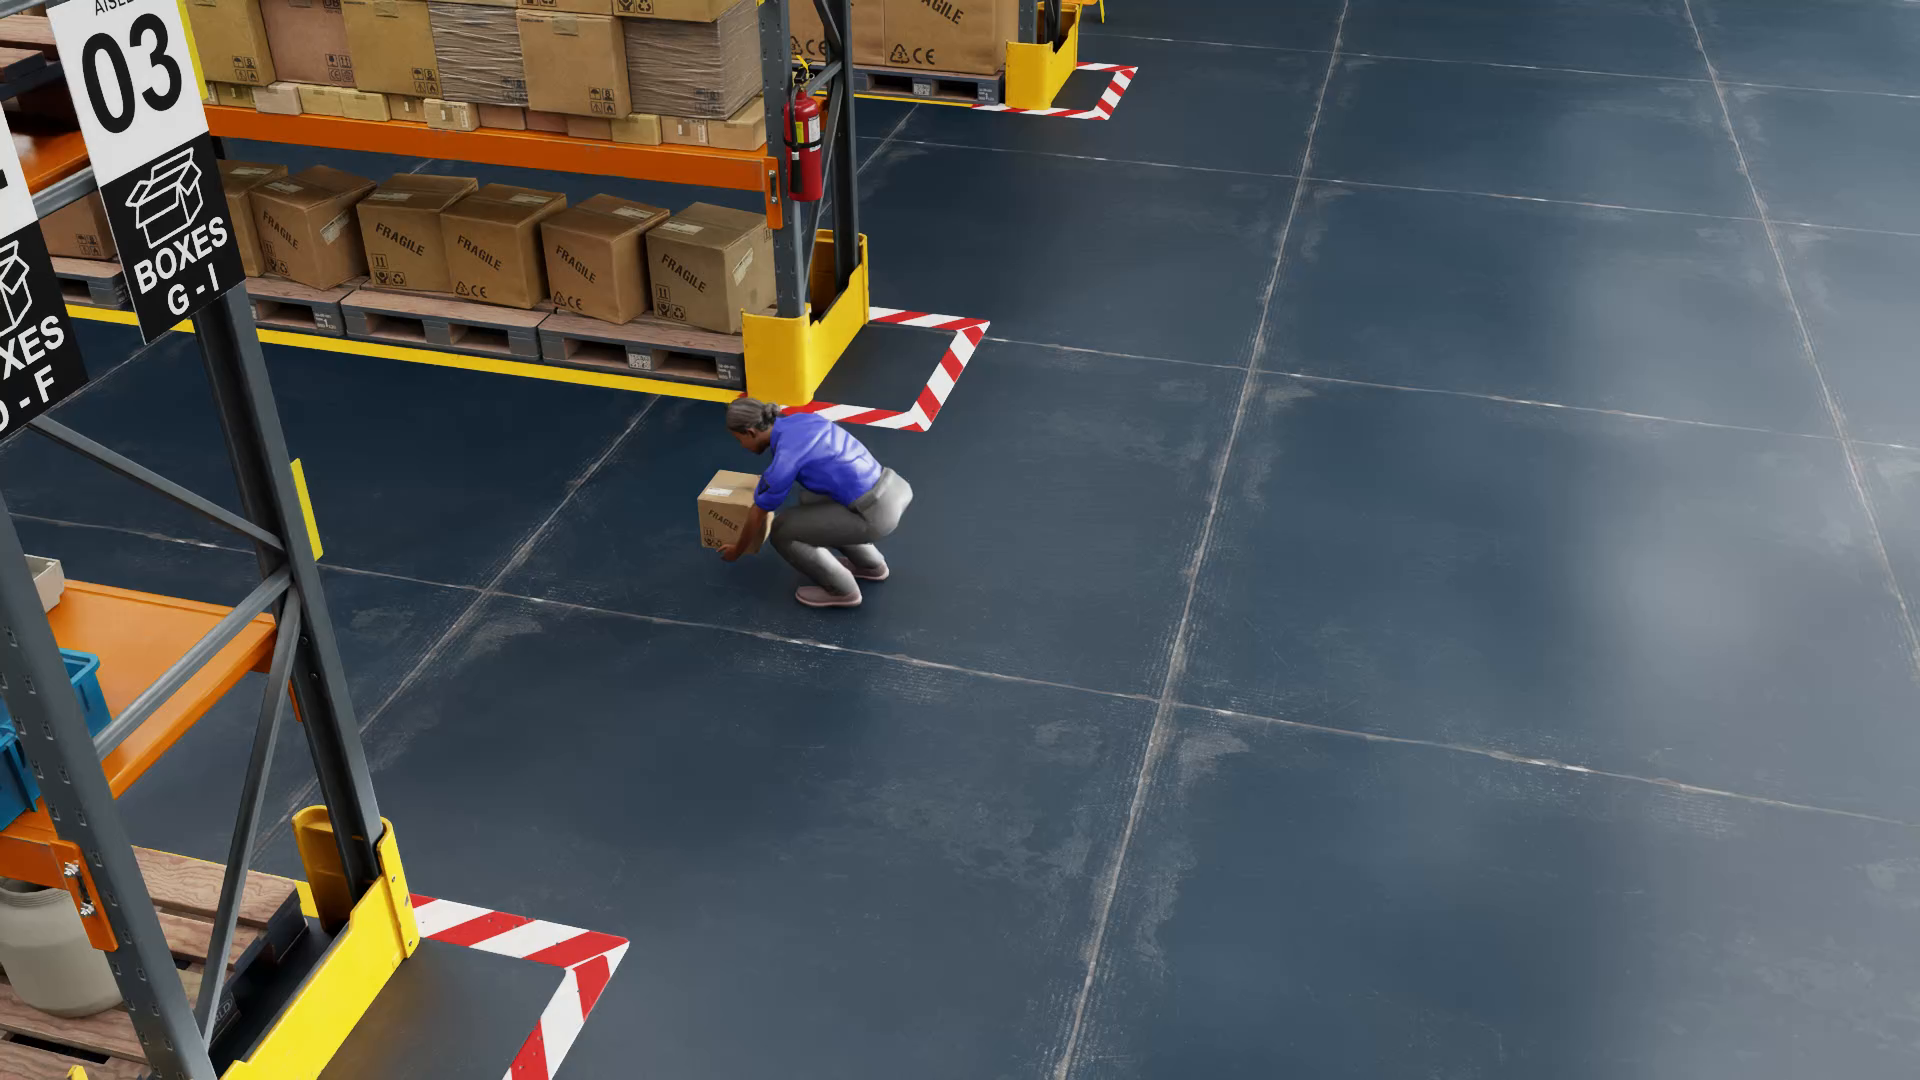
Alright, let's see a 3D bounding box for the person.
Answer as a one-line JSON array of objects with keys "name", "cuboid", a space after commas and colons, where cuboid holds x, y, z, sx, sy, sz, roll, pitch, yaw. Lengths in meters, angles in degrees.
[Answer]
[{"name": "person", "cuboid": [-0.626, -0.179, 7.090, 0.824, 0.936, 0.482, 8, 34, 12]}]
